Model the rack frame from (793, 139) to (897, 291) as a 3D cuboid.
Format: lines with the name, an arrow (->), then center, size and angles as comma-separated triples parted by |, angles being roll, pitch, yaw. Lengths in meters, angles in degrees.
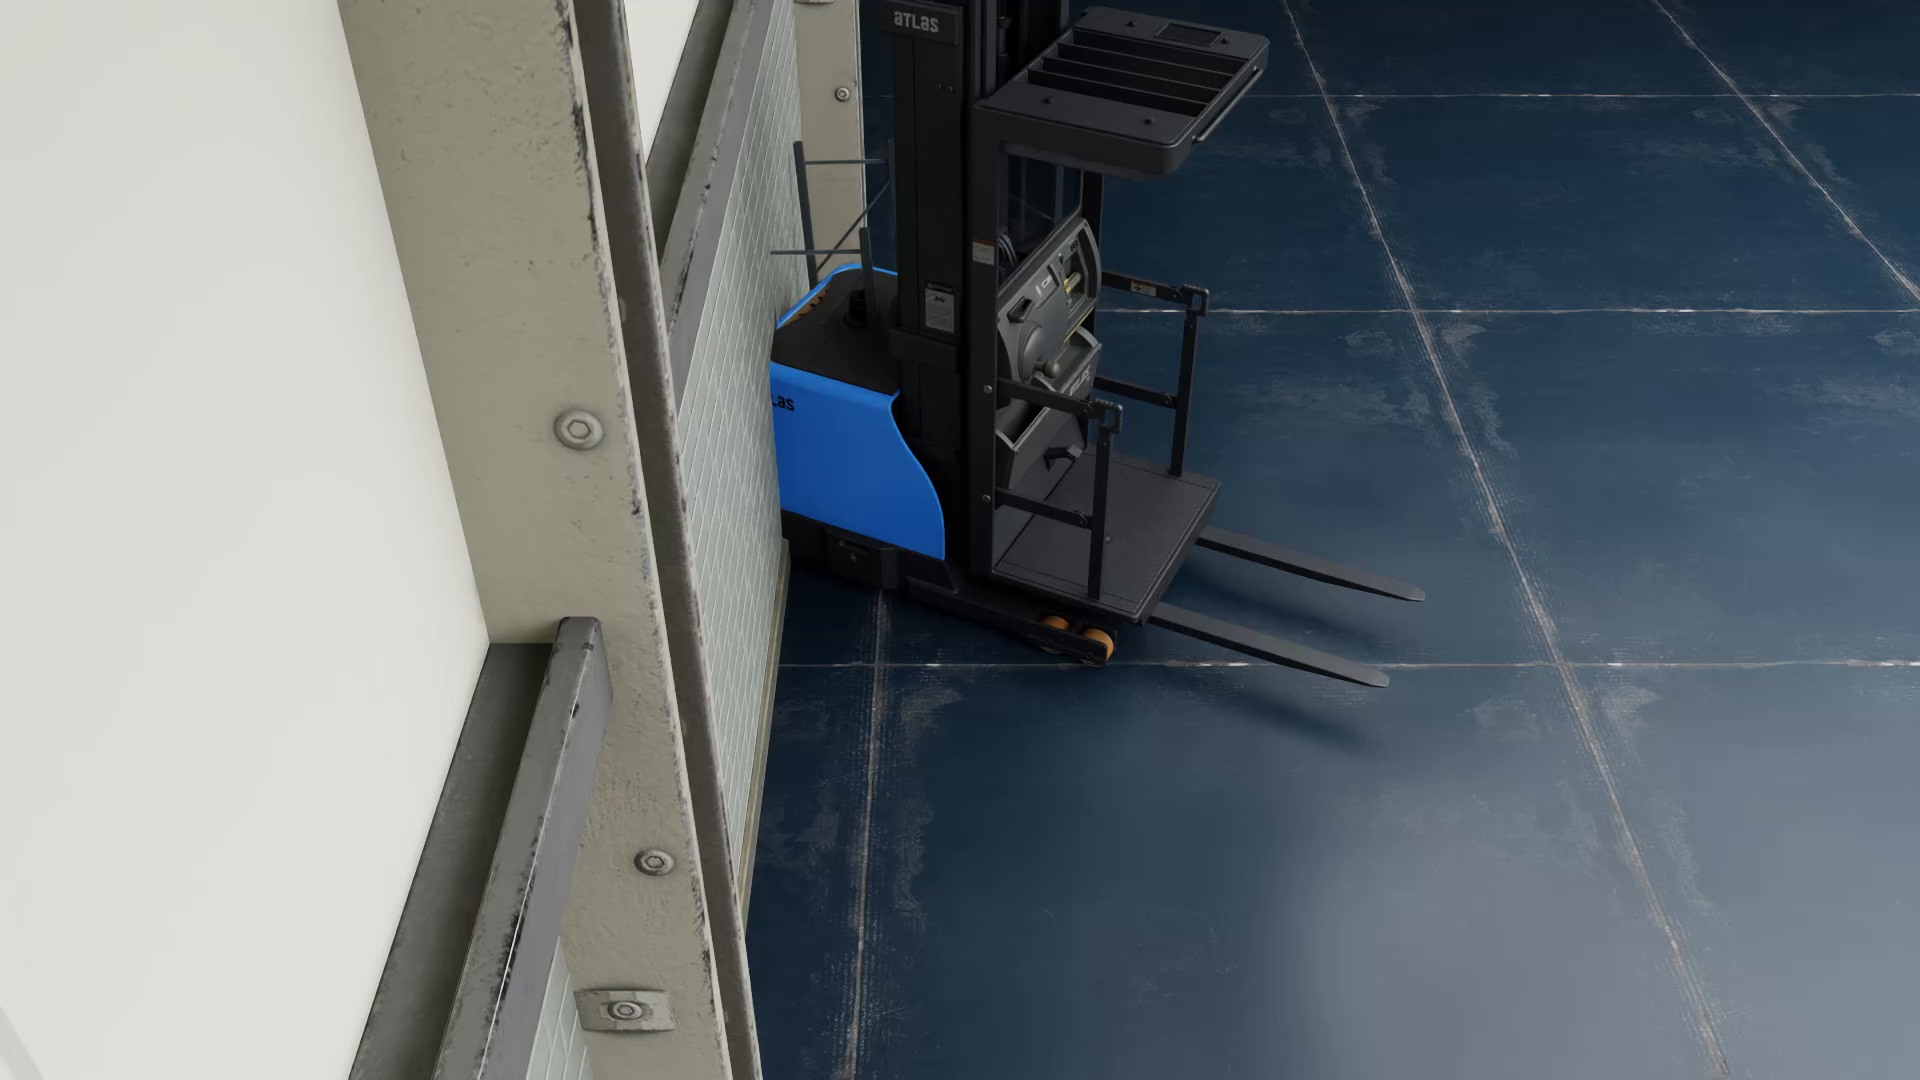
rack frame -> -0.515, -1.304, 8.431 | 0.500, 1.500, 0.032 | 0, 35, 6

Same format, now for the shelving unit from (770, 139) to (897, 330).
shelving unit -> -0.558, -1.008, 8.009 | 0.587, 1.500, 1.083 | 0, 35, 6

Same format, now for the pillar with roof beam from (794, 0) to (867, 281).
pillar with roof beam -> 3.619, -4.841, 6.840 | 9.100, 9.000, 0.400 | 0, 39, 0

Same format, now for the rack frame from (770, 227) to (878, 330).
rack frame -> -0.600, -0.723, 7.601 | 0.500, 1.500, 0.032 | 0, 35, 6

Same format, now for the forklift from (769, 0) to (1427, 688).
forklift -> 0.559, -0.970, 6.862 | 3.031, 2.935, 1.130 | 17, 42, 20
